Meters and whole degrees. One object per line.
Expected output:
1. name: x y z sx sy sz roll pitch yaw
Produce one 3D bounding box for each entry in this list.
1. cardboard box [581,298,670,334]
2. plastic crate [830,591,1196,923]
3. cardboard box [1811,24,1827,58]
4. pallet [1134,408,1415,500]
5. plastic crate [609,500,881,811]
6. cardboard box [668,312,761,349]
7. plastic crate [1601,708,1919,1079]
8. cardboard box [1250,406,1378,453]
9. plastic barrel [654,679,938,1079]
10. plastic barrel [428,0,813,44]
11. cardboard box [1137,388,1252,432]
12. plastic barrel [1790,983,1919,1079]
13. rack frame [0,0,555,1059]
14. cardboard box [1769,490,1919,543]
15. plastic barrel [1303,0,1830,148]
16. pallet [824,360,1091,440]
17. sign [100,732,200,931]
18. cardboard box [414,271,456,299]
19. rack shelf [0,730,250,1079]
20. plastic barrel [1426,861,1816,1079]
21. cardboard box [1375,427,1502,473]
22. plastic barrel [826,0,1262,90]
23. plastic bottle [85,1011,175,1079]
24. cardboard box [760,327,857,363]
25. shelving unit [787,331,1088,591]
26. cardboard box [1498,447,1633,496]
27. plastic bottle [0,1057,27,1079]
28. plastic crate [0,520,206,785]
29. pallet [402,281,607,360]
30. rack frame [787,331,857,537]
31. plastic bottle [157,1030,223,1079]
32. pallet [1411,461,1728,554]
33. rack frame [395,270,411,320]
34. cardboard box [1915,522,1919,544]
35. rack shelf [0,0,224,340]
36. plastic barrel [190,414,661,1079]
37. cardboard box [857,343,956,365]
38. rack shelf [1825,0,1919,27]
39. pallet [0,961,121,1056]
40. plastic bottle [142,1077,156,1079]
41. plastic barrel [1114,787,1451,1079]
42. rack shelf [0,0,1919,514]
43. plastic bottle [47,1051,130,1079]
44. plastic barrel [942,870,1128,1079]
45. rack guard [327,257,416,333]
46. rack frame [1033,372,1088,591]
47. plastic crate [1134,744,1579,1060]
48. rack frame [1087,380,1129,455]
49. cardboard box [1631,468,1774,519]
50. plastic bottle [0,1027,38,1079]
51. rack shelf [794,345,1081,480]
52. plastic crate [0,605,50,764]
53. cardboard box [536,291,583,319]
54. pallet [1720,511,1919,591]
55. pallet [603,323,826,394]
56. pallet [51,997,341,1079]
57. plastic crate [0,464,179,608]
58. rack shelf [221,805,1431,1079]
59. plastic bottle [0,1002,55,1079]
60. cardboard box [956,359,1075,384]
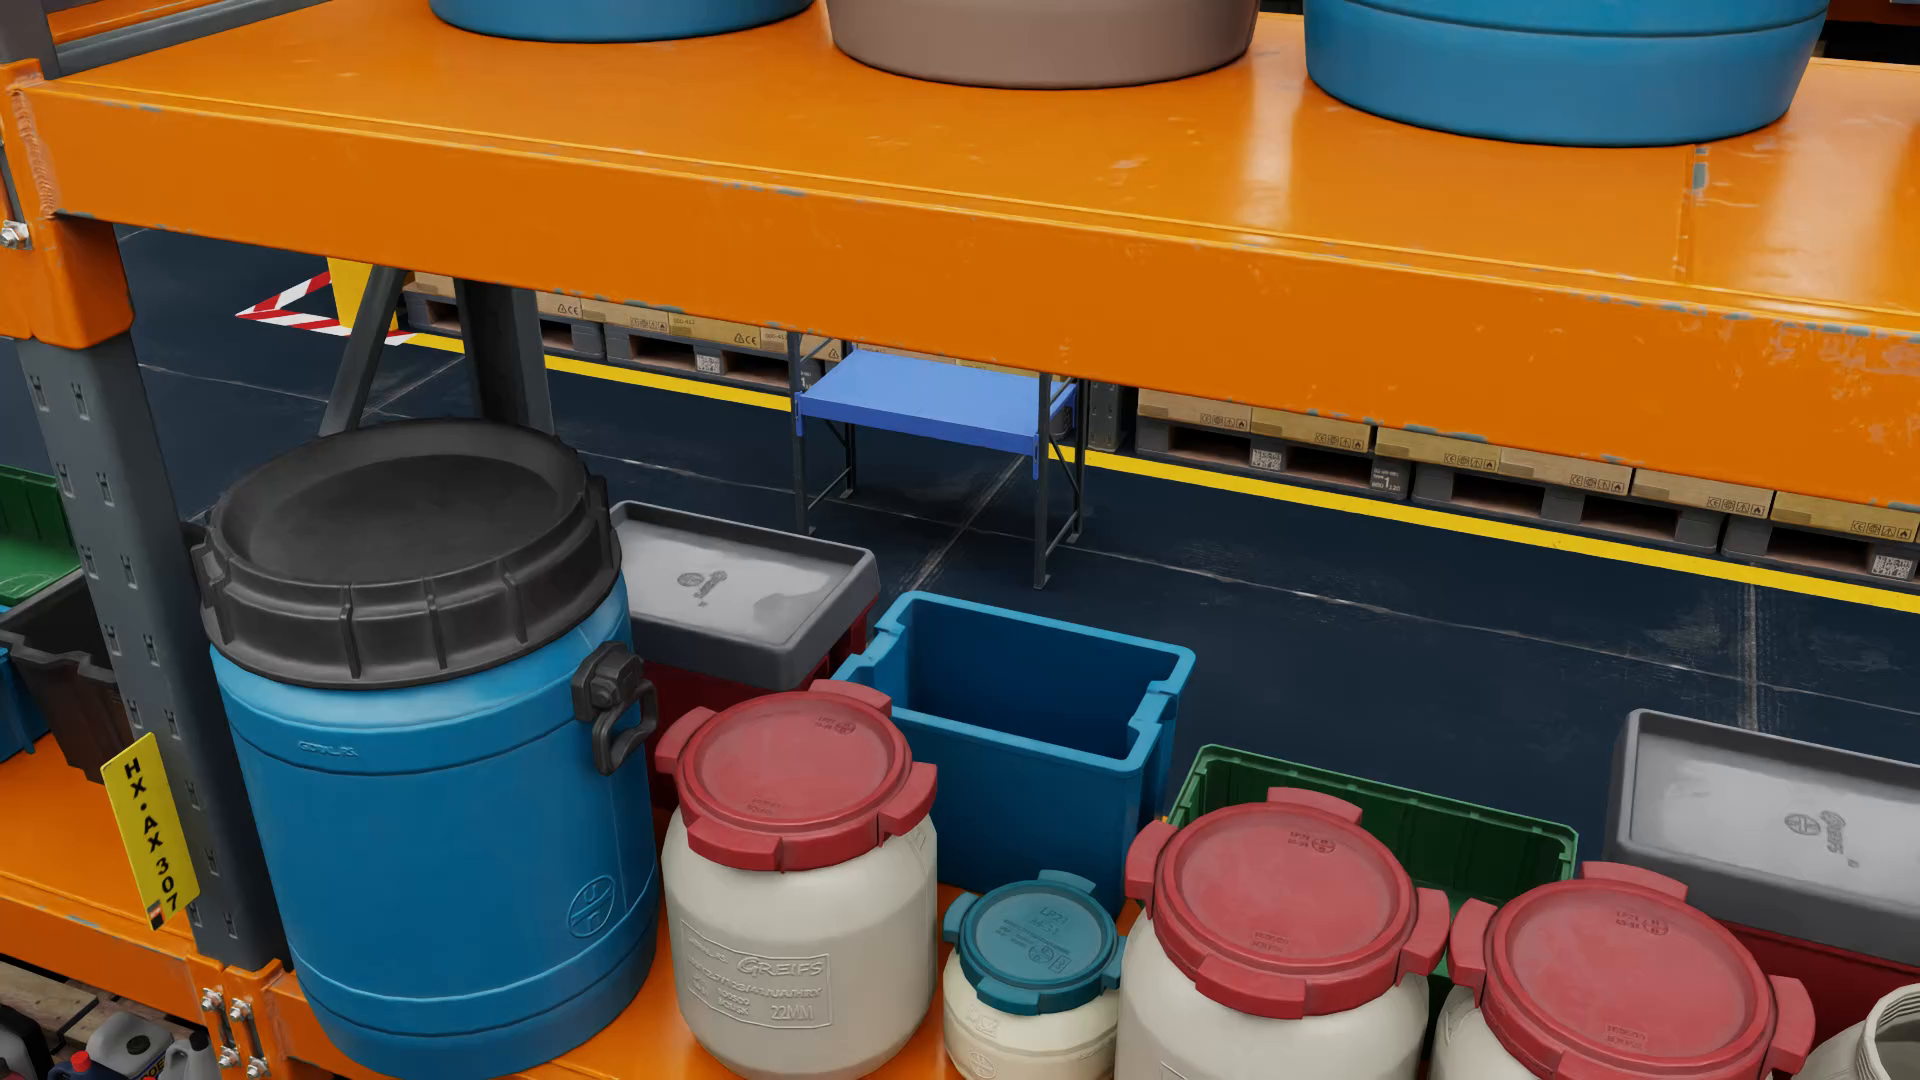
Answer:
1. cardboard box: -1.548 -1.268 8.312 0.500 0.250 0.500 11 31 19
2. plastic crate: 0.090 0.401 3.009 0.575 0.384 0.392 11 31 19
3. cardboard box: 5.191 -3.119 10.551 0.500 0.250 0.500 12 32 20
4. pallet: 1.514 -0.594 7.586 1.213 0.211 1.003 11 31 19
5. plastic crate: -0.485 0.254 3.188 0.583 0.464 0.402 11 31 19
6. cardboard box: -1.087 -1.173 8.145 0.500 0.250 0.500 11 31 19
7. plastic crate: 1.275 0.605 2.566 0.583 0.464 0.402 11 31 19
8. cardboard box: 1.571 -0.629 7.183 0.500 0.250 0.500 12 32 20
9. plastic barrel: -0.245 0.549 2.592 0.433 0.535 0.433 0 29 0
10. plastic barrel: -0.496 -1.197 2.262 0.708 0.901 0.600 11 31 19
11. cardboard box: 1.098 -0.725 7.351 0.500 0.250 0.500 11 31 18
12. plastic barrel: 1.234 0.852 2.081 0.421 0.512 0.421 0 29 0
13. rack frame: -1.050 0.333 3.112 0.053 2.616 0.949 11 31 19
14. cardboard box: 3.465 -0.252 6.515 0.500 0.250 0.500 11 31 19
15. plastic barrel: 0.716 -0.955 1.834 0.708 0.901 0.600 11 31 19
16. pallet: 0.096 -0.879 8.090 1.213 0.211 1.003 11 31 19
17. sign: -1.266 0.460 2.607 0.005 0.325 0.100 11 31 19
18. cardboard box: -2.476 -1.451 8.637 0.500 0.250 0.500 11 31 19
19. rack shelf: -2.902 0.275 3.947 4.000 0.370 1.077 11 31 19
20. plastic barrel: 0.836 0.765 2.210 0.433 0.535 0.433 0 29 0
21. cardboard box: 2.052 -0.535 7.015 0.500 0.250 0.500 10 31 18
22. plastic barrel: 0.110 -1.076 2.048 0.600 0.901 0.600 0 29 0
23. plastic bottle: -1.899 1.230 3.846 0.135 0.276 0.152 11 31 19
24. cardboard box: -0.623 -1.081 7.982 0.500 0.250 0.500 11 31 19
25. shelving unit: -0.079 -0.669 6.409 1.048 1.500 0.538 11 31 19
26. cardboard box: 2.523 -0.440 6.848 0.500 0.250 0.500 12 32 20
27. plastic bottle: -2.098 1.288 3.736 0.133 0.283 0.061 13 32 22
28. plastic crate: -1.486 0.204 3.404 0.504 0.338 0.767 11 31 19
29. pallet: -2.165 -1.330 8.888 1.213 0.211 1.003 11 31 19
30. rack frame: -0.550 -0.763 6.575 0.032 1.500 0.500 11 31 19
31. plastic bottle: -1.700 1.240 3.753 0.185 0.351 0.144 11 31 19
32. pallet: 2.649 -0.369 7.188 1.213 0.211 1.003 11 31 19
33. rack frame: -2.890 -2.666 8.419 0.127 3.000 1.000 11 31 19
34. cardboard box: 3.944 -0.158 6.349 0.500 0.250 0.500 12 32 20
35. rack shelf: -2.902 -1.031 3.209 4.000 0.370 1.077 11 31 19
36. plastic barrel: -0.805 0.323 2.621 0.708 0.901 0.600 11 31 19
37. cardboard box: -0.155 -0.995 7.830 0.500 0.250 0.500 11 31 19
38. rack shelf: 4.529 -3.502 10.629 4.000 0.370 1.077 11 31 19
39. pallet: -2.790 1.177 4.453 1.213 0.211 1.003 11 31 19
40. plastic bottle: -1.754 1.305 3.637 0.185 0.351 0.144 10 31 18
41. plastic barrel: 0.435 0.685 2.351 0.433 0.535 0.433 0 29 0
42. rack shelf: 0.804 -0.291 1.899 4.000 0.370 1.077 11 31 19
43. plastic bottle: -1.932 1.270 3.700 0.185 0.351 0.144 10 31 17
44. plastic barrel: 0.120 0.707 2.592 0.301 0.262 0.301 0 29 0
45. rack guard: -2.912 -1.583 9.042 0.348 0.500 1.175 11 31 19
46. rack frame: 0.392 -0.575 6.242 0.032 1.500 0.500 11 31 19
47. plastic crate: 0.671 0.617 2.825 0.662 0.188 0.450 11 31 19
48. rack frame: 0.817 -1.926 7.110 0.127 3.000 1.000 11 31 19
49. cardboard box: 3.000 -0.346 6.682 0.500 0.250 0.500 12 32 20
50. plastic bottle: -2.231 1.210 3.805 0.185 0.351 0.144 11 31 19
51. rack shelf: -0.079 -0.512 6.497 1.000 0.185 0.538 11 31 19
52. plastic crate: -2.176 0.315 3.295 0.616 0.251 0.499 11 31 19
53. cardboard box: -2.012 -1.361 8.476 0.500 0.250 0.500 11 31 19
54. pallet: 3.775 -0.142 6.788 1.213 0.211 1.003 11 31 19
55. pallet: -1.039 -1.104 8.488 1.213 0.211 1.003 11 31 19
56. pallet: -1.655 1.402 4.055 1.213 0.211 1.003 11 31 19
57. plastic crate: -2.201 0.044 3.839 0.662 0.188 0.450 11 31 19
58. rack shelf: 0.804 1.015 2.637 4.000 0.370 1.077 11 31 19
59. plastic bottle: -2.216 1.188 3.913 0.133 0.283 0.061 11 31 19
60. cardboard box: 0.305 -0.898 7.658 0.500 0.250 0.500 11 31 19
